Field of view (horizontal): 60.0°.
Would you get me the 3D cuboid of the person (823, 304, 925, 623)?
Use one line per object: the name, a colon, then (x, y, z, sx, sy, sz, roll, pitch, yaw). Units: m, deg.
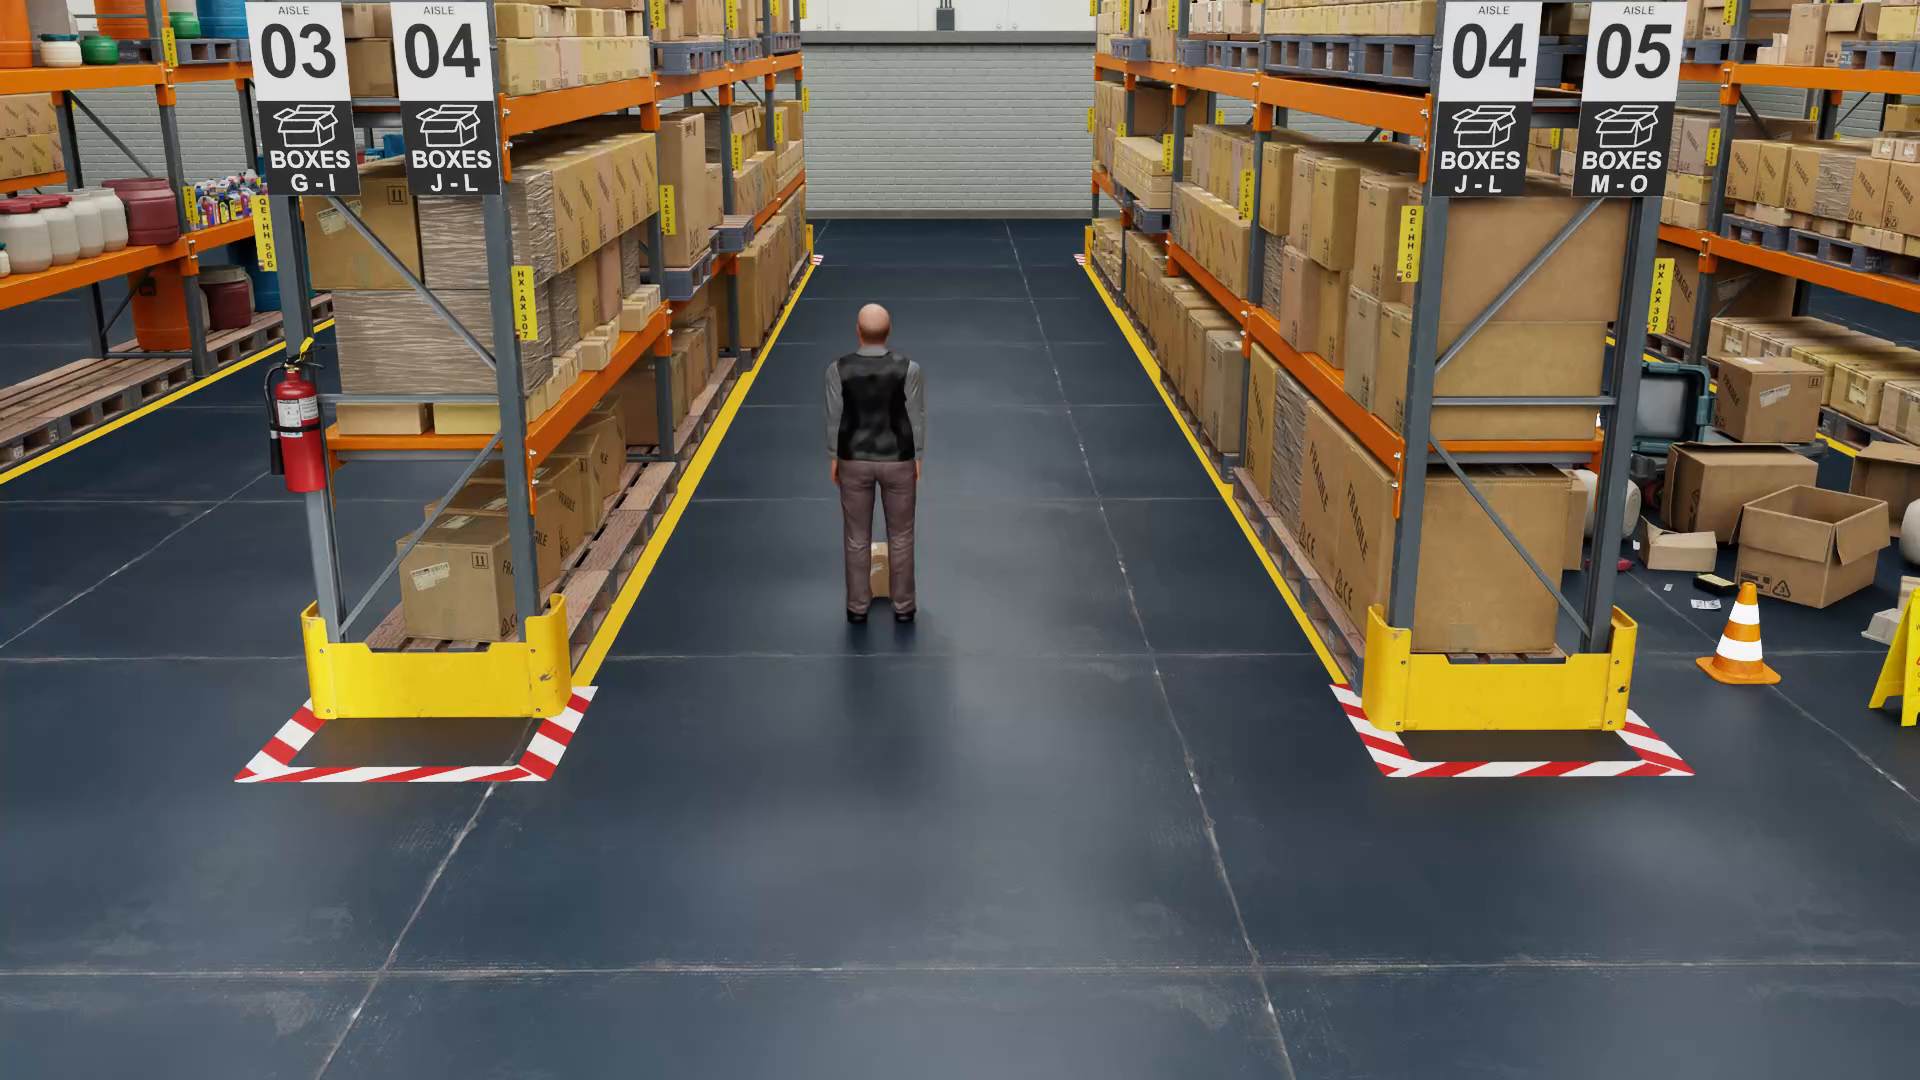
person: (-0.452, -0.404, 8.878, 0.534, 1.728, 0.373, 0, 17, 0)
